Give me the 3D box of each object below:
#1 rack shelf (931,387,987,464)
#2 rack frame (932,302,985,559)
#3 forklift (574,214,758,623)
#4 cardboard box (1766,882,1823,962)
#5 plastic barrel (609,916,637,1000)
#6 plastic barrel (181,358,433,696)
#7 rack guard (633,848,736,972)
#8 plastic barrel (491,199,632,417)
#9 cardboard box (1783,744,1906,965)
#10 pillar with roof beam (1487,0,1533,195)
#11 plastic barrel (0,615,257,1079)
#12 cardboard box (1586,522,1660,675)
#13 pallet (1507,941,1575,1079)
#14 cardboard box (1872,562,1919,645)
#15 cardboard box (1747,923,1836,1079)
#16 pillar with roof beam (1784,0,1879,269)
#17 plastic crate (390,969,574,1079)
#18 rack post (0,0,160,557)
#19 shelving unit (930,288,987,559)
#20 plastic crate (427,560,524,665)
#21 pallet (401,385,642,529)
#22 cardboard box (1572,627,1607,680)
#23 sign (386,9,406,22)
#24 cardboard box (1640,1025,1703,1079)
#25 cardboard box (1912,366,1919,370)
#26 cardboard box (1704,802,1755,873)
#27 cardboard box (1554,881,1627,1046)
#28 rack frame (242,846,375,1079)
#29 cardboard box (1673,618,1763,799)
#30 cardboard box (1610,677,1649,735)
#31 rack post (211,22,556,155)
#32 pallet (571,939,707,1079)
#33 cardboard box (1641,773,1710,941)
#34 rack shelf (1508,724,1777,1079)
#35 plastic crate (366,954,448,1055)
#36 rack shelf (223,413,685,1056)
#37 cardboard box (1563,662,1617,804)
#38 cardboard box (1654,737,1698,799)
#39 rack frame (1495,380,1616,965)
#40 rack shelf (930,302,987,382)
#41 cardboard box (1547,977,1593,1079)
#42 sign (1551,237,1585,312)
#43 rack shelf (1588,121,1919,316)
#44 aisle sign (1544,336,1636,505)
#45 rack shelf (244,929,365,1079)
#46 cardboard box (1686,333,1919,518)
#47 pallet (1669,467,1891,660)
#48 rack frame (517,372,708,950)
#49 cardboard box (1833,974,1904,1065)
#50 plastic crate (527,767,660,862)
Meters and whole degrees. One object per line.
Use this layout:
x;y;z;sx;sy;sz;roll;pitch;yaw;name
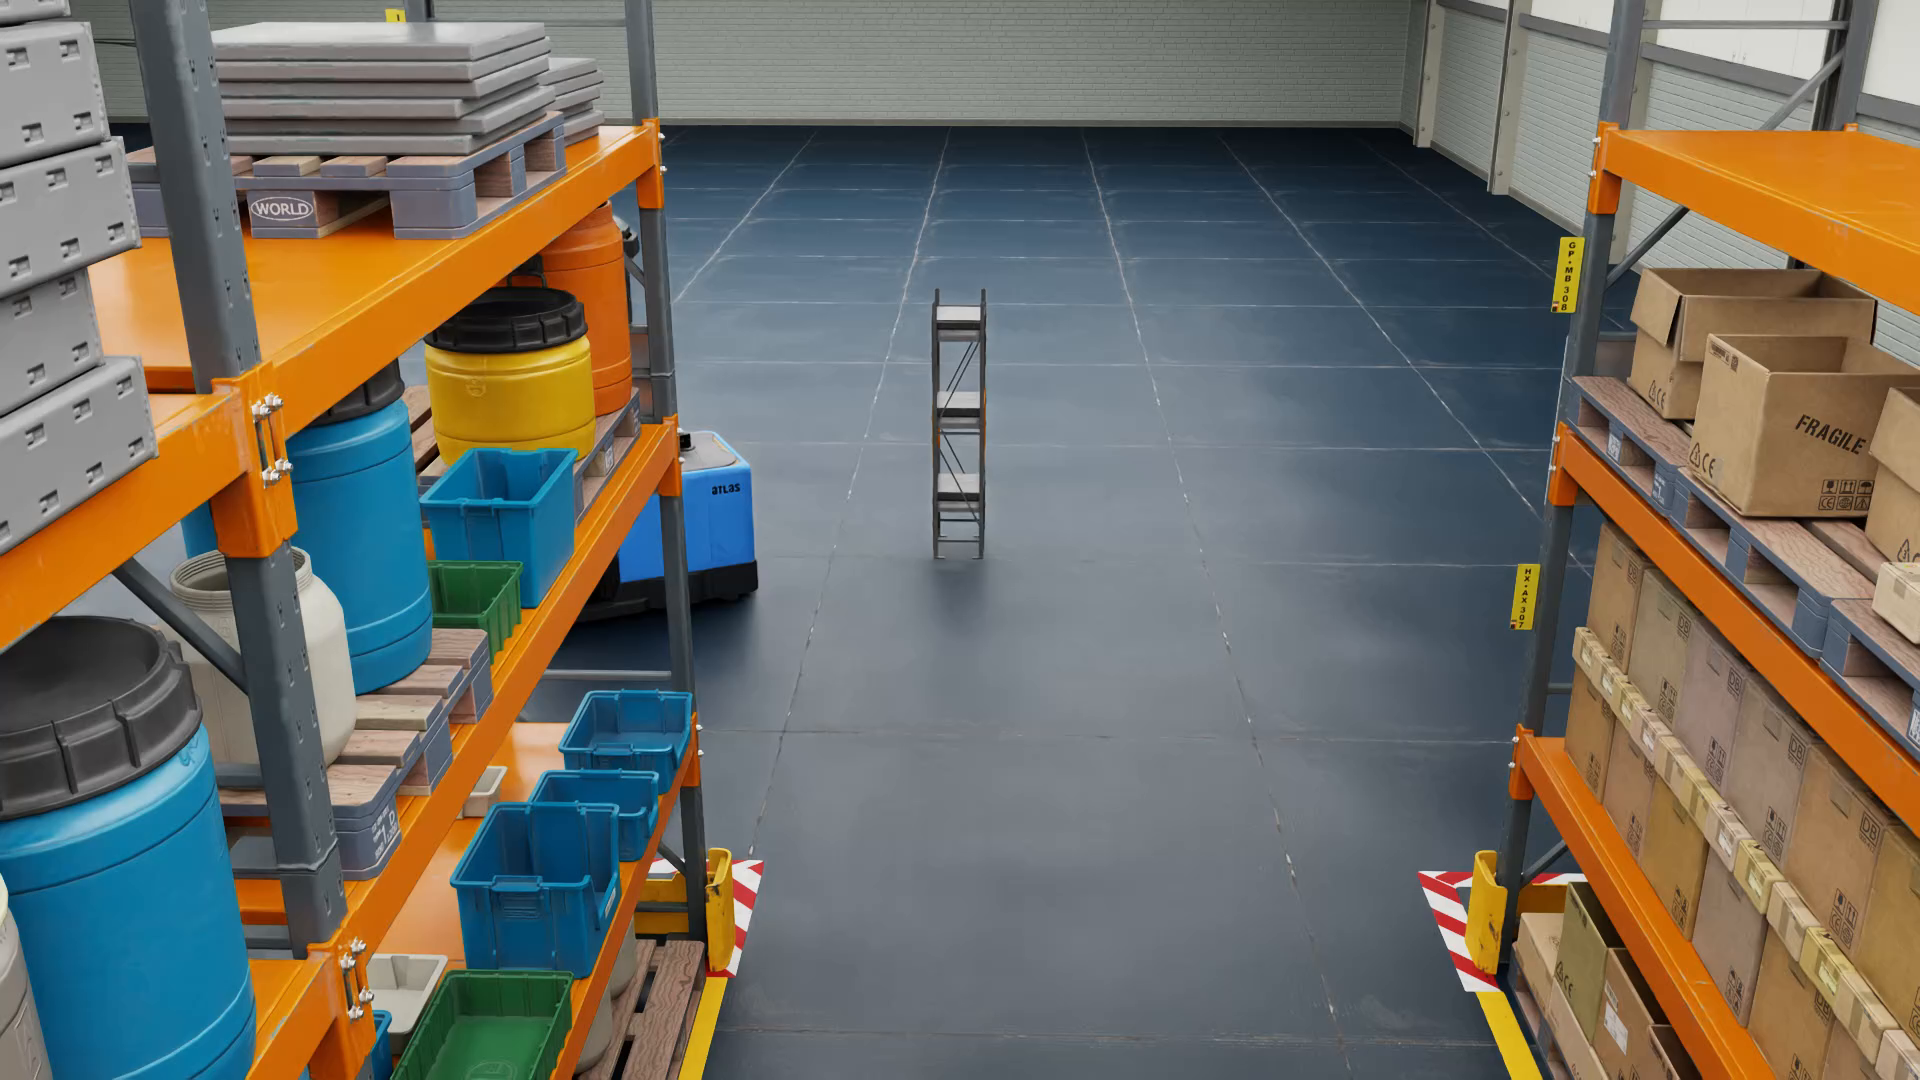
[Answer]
-0.005;-0.906;13.293;0.431;0.518;0.480;1;21;2;rack shelf
-0.012;-0.831;13.061;0.400;2.100;0.015;1;21;2;rack frame
-3.102;-0.866;12.002;3.031;2.935;1.130;-9;23;-22;forklift
2.880;1.250;5.419;0.380;0.149;0.250;1;21;3;cardboard box
-1.727;1.859;7.742;0.421;0.512;0.421;0;21;0;plastic barrel
-1.768;-0.084;4.471;0.600;0.901;0.708;1;21;2;plastic barrel
-1.739;1.850;8.363;1.175;0.500;0.348;1;21;2;rack guard
-1.671;-0.961;6.831;0.600;0.830;0.708;1;21;2;plastic barrel
3.083;0.983;5.210;0.700;0.500;0.500;1;21;2;cardboard box
5.389;-10.494;28.427;9.100;9.000;0.400;1;21;2;pillar with roof beam
-1.704;0.657;3.143;0.600;0.901;0.708;1;21;2;plastic barrel
3.139;0.249;7.103;0.700;0.500;0.500;1;21;2;cardboard box
3.186;2.289;7.630;1.003;0.211;1.213;1;21;2;pallet
2.809;0.177;4.645;0.380;0.149;0.250;1;21;2;cardboard box
3.082;1.579;5.467;0.700;0.500;0.500;1;21;2;cardboard box
5.024;-6.155;17.245;9.100;9.000;0.400;1;21;2;pillar with roof beam
-1.582;1.714;5.551;0.450;0.188;0.662;1;21;2;plastic crate
-1.879;-0.074;1.297;1.013;1.000;3.121;1;21;2;rack post
-0.005;-0.919;13.288;0.431;2.100;0.503;1;21;2;shelving unit
-1.585;0.236;5.214;0.336;0.188;0.450;1;21;2;plastic crate
-1.906;-0.356;6.707;1.003;0.211;1.213;1;21;2;pallet
2.940;0.503;7.344;0.380;0.149;0.250;0;21;1;cardboard box
-2.333;-2.050;6.956;0.100;0.325;0.005;1;21;2;sign
2.881;2.183;6.234;0.500;0.500;0.500;1;21;2;cardboard box
3.396;-0.458;6.142;0.500;0.250;0.500;1;21;2;cardboard box
2.893;1.059;5.912;0.380;0.149;0.250;1;21;2;cardboard box
2.916;1.821;7.166;0.500;0.500;0.500;1;21;2;cardboard box
-1.905;2.103;4.256;1.000;3.000;0.127;1;21;2;rack frame
3.114;0.621;6.143;0.700;0.500;0.500;1;21;2;cardboard box
2.926;0.689;6.866;0.380;0.149;0.250;1;21;2;cardboard box
-1.811;-1.404;5.105;0.937;0.300;0.954;0;21;1;rack post
-1.769;2.278;7.659;1.003;0.211;1.213;1;21;2;pallet
3.108;1.204;6.435;0.700;0.500;0.500;1;21;2;cardboard box
3.107;1.771;6.106;1.077;0.370;4.000;1;21;2;rack shelf
-2.109;1.636;5.824;0.530;0.136;0.437;1;21;2;plastic crate
-1.844;0.317;5.707;1.077;0.370;4.000;1;21;2;rack shelf
3.141;0.835;7.387;0.700;0.500;0.500;1;21;2;cardboard box
2.911;0.876;6.382;0.380;0.149;0.250;0;21;0;cardboard box
3.167;0.712;7.839;1.000;3.000;0.127;1;21;2;rack frame
-0.005;-1.559;13.040;0.431;0.518;0.480;1;21;2;rack shelf
2.917;2.171;7.301;0.500;0.250;0.500;1;21;2;cardboard box
2.613;-1.139;7.146;0.100;0.325;0.005;1;21;2;sign
3.107;-0.839;5.093;1.077;0.370;4.000;1;21;2;rack shelf
2.863;-0.527;7.439;0.394;0.787;0.004;1;21;2;aisle sign
-1.966;1.763;1.980;1.077;0.370;4.000;1;21;2;rack shelf
2.844;-0.396;5.638;0.500;0.500;0.500;1;21;2;cardboard box
3.086;0.053;5.515;1.003;0.211;1.213;1;21;2;pallet
-1.783;0.657;7.983;1.000;3.000;0.127;1;21;2;rack frame
2.862;1.430;4.955;0.380;0.149;0.250;1;21;2;cardboard box
-1.525;1.145;6.930;0.499;0.251;0.408;1;21;2;plastic crate
